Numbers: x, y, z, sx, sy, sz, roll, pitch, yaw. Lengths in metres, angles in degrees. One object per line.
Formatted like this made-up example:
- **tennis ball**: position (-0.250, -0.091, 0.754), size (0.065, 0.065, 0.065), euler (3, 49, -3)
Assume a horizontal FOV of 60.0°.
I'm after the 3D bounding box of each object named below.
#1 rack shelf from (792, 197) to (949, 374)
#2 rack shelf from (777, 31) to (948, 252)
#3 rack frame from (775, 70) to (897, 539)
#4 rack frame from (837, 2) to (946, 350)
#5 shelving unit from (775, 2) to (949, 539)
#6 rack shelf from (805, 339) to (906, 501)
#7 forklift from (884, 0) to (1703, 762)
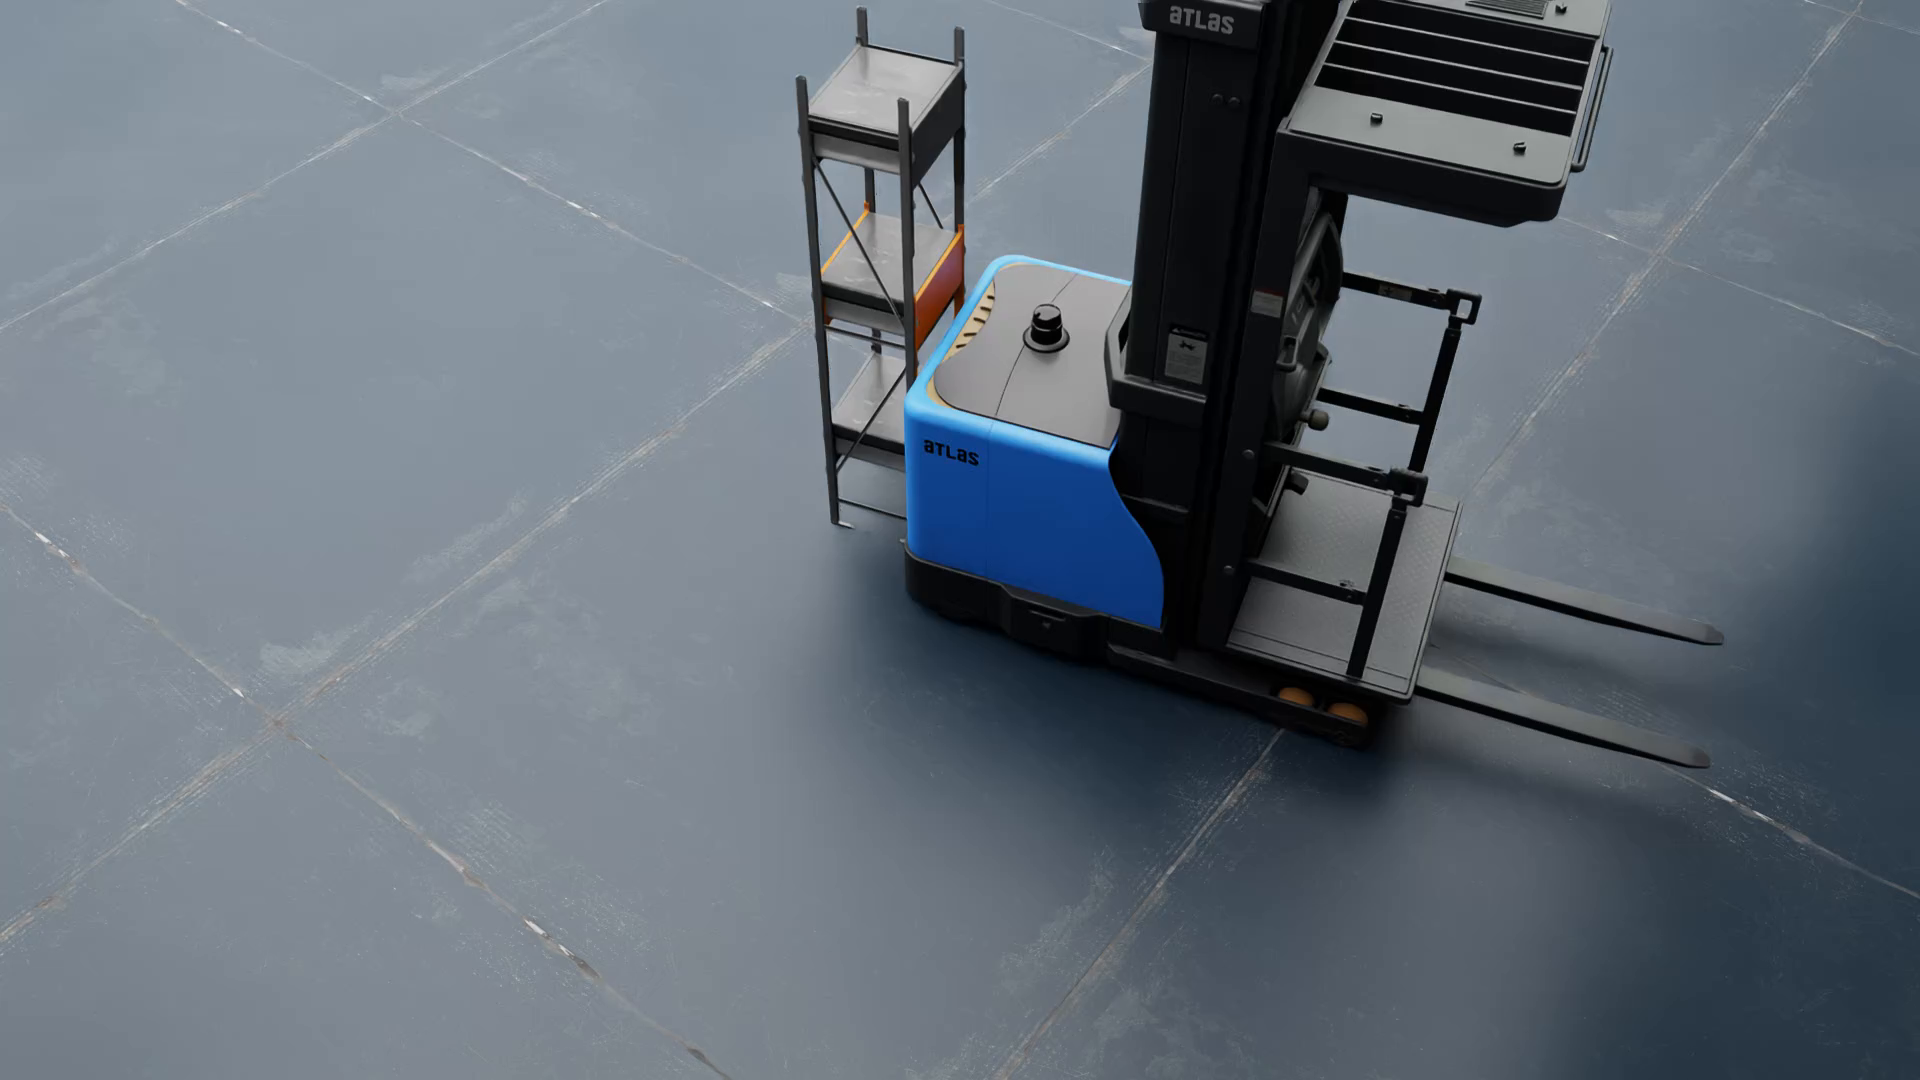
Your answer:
- **rack shelf**: position (-0.333, -0.922, 6.363), size (0.431, 0.518, 0.480), euler (16, 48, 15)
- **rack shelf**: position (-0.333, -1.406, 5.856), size (0.431, 0.518, 0.480), euler (16, 48, 15)
- **rack frame**: position (-0.423, -0.768, 6.196), size (0.400, 2.100, 0.015), euler (16, 48, 15)
- **rack frame**: position (-0.242, -1.096, 6.509), size (0.400, 2.100, 0.015), euler (16, 48, 15)
- **shelving unit**: position (-0.333, -0.932, 6.353), size (0.431, 2.100, 0.503), euler (16, 48, 15)
- **rack shelf**: position (-0.333, -0.439, 6.869), size (0.431, 0.518, 0.480), euler (16, 48, 15)
- **forklift**: position (1.282, -0.709, 5.565), size (3.031, 2.935, 1.130), euler (16, 48, 15)
